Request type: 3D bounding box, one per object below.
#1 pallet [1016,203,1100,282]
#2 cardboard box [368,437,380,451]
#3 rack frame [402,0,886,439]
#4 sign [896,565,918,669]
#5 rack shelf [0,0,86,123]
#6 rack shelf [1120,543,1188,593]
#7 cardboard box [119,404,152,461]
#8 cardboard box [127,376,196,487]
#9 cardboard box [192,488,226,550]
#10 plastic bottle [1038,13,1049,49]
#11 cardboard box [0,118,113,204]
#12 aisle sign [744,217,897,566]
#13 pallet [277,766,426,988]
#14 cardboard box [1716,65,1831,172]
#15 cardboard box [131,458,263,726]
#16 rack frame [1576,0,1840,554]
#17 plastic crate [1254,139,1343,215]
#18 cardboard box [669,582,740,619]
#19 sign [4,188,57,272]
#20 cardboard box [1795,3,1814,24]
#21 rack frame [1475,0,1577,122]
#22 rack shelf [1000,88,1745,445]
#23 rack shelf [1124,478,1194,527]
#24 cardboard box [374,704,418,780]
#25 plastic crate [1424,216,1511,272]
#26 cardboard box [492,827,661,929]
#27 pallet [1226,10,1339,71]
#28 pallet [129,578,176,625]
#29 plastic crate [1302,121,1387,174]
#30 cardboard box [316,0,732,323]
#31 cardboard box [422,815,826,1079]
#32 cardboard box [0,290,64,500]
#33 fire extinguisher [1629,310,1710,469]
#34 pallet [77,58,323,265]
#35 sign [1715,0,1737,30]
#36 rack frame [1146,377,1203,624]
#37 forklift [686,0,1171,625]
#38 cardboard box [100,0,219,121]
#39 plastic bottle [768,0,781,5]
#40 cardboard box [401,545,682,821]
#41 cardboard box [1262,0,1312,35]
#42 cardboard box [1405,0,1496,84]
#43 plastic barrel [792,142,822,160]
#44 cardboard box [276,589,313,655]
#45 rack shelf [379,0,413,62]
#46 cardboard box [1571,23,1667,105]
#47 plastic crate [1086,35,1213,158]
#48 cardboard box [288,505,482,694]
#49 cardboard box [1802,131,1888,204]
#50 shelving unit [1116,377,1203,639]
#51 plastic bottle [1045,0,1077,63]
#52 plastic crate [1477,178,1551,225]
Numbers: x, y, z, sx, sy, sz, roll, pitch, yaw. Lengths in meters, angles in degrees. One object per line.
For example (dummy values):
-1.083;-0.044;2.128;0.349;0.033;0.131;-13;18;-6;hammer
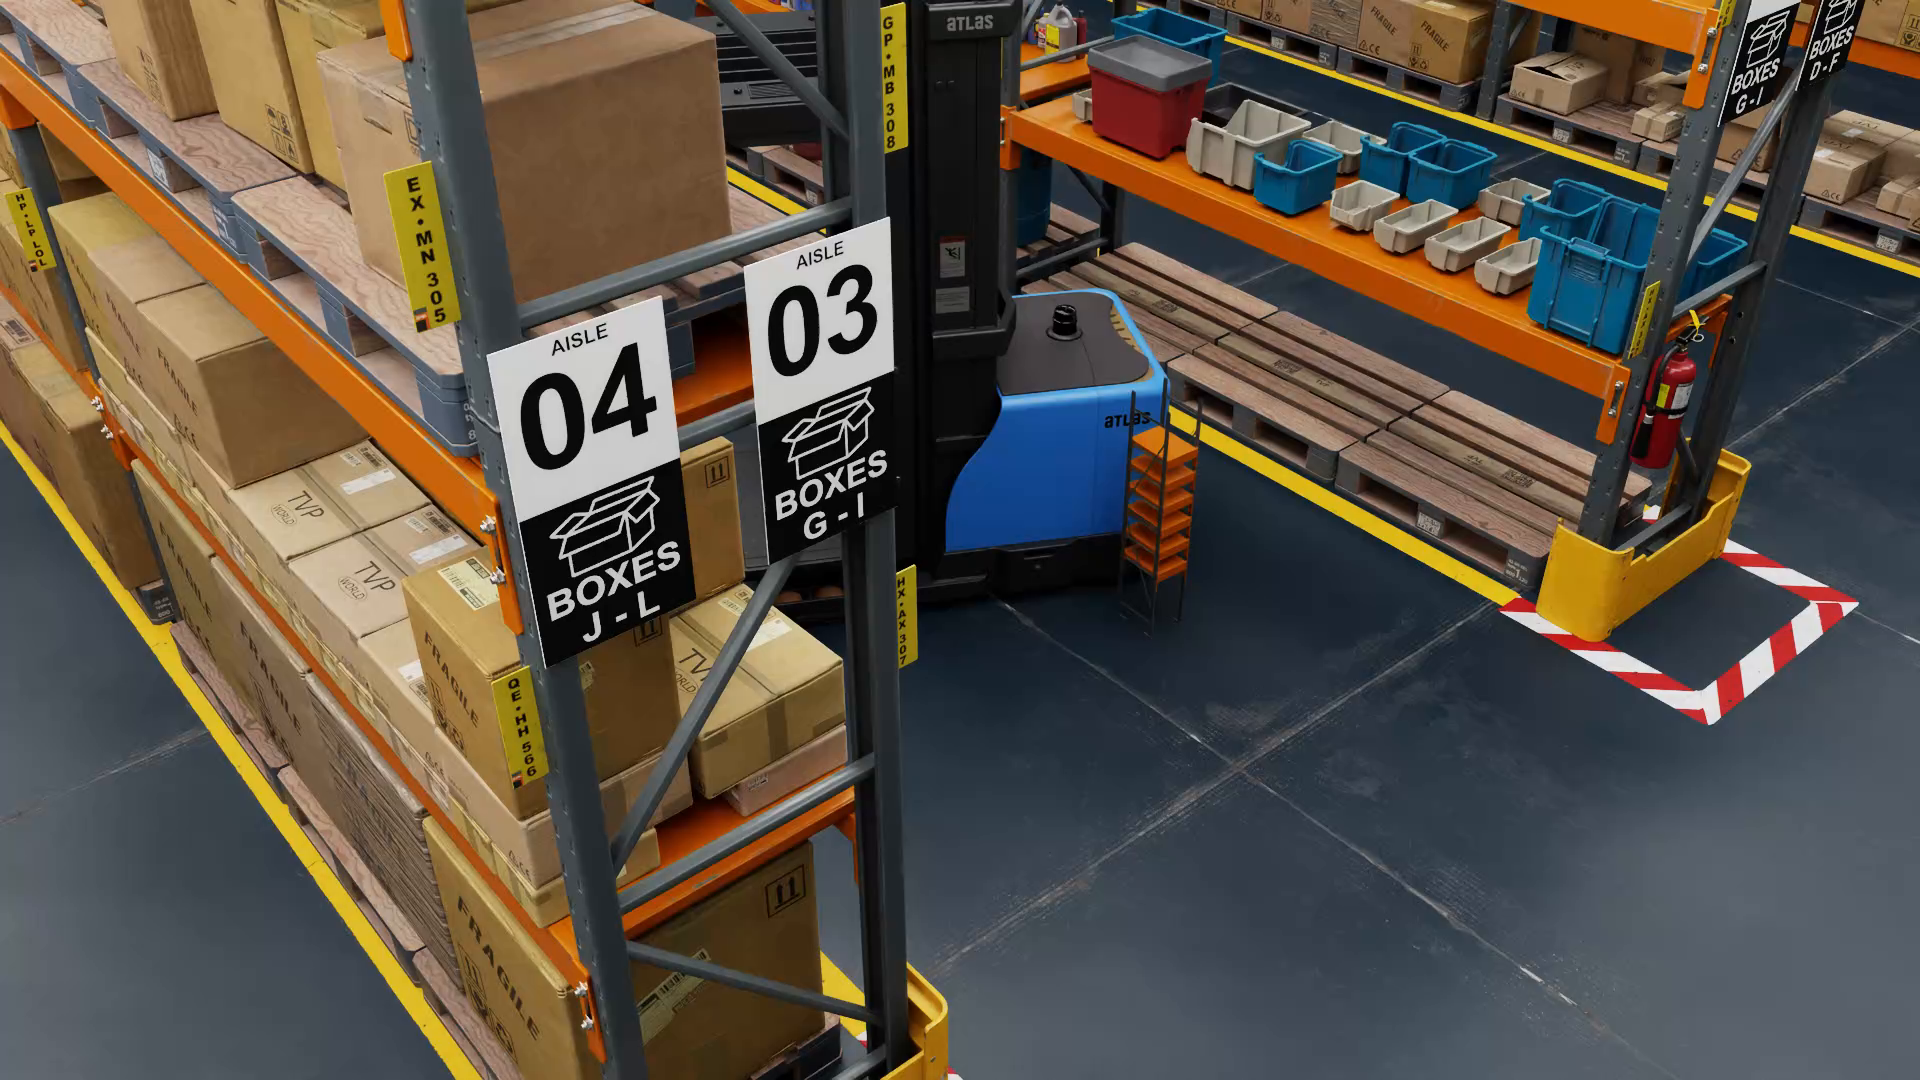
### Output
0.151;-2.025;10.926;1.003;0.211;1.213;-26;43;-32;pallet
-2.016;-0.469;6.190;0.500;0.250;0.500;-25;42;-31;cardboard box
-0.585;-1.641;2.781;1.000;3.000;0.127;-26;43;-32;rack frame
-0.158;0.217;4.531;0.100;0.325;0.005;-26;43;-32;sign
-4.457;-2.772;7.596;1.077;0.370;4.000;-26;43;-32;rack shelf
0.878;0.108;7.552;0.180;0.103;0.258;-23;41;-29;rack shelf
-3.060;-0.486;6.558;0.380;0.149;0.250;-28;44;-33;cardboard box
-2.746;-0.493;6.223;0.500;0.250;0.500;-26;43;-32;cardboard box
-2.554;-0.141;6.072;0.380;0.149;0.250;-27;43;-32;cardboard box
0.532;-3.149;10.273;0.097;0.201;0.097;0;35;0;plastic bottle
-3.585;-1.688;7.084;0.797;0.503;0.637;-27;43;-33;cardboard box
-0.310;-0.334;3.877;0.394;0.787;0.004;-26;43;-32;aisle sign
-1.944;1.083;6.538;1.003;0.211;1.213;-26;43;-32;pallet
5.620;-2.985;11.649;0.797;0.503;0.637;-26;43;-32;cardboard box
-2.802;0.058;7.048;0.875;0.875;0.875;-26;43;-32;cardboard box
3.198;-1.040;7.123;1.000;3.000;0.127;-26;43;-32;rack frame
1.677;-1.807;8.300;0.416;0.233;0.300;-26;43;-32;plastic crate
-1.029;0.207;5.234;0.500;0.250;0.500;-27;43;-32;cardboard box
-3.575;-1.192;6.405;0.100;0.325;0.005;-26;43;-32;sign
5.507;-3.696;10.786;0.500;0.500;0.500;-27;43;-32;cardboard box
4.403;-4.652;12.223;1.000;3.000;0.127;-26;43;-32;rack frame
1.908;-1.630;8.578;1.077;0.370;4.000;-26;43;-32;rack shelf
0.878;-0.186;7.344;0.180;0.103;0.258;-23;41;-29;rack shelf
-1.558;0.539;5.111;0.380;0.149;0.250;-25;42;-31;cardboard box
2.358;-1.383;7.784;0.396;0.136;0.243;-26;43;-32;plastic crate
-1.067;0.875;4.636;0.380;0.149;0.250;-25;42;-31;cardboard box
3.058;-4.398;14.277;1.003;0.211;1.213;-26;43;-32;pallet
-3.722;-0.134;8.256;1.003;0.211;1.213;-26;43;-32;pallet
1.970;-2.066;8.749;0.293;0.136;0.466;-26;43;-32;plastic crate
-0.962;-0.880;3.765;0.700;0.500;0.500;-29;44;-34;cardboard box
-1.059;1.250;5.365;0.875;0.875;0.875;-26;43;-32;cardboard box
-4.172;-0.933;8.446;1.225;0.875;0.875;-28;44;-33;cardboard box
2.948;-0.620;6.920;0.296;0.674;0.183;-26;43;-32;fire extinguisher
-1.864;-1.243;4.892;1.003;0.211;1.213;-26;43;-32;pallet
2.788;-2.009;5.987;0.100;0.325;0.005;-26;43;-32;sign
0.951;-0.156;7.432;0.006;1.200;0.240;-23;41;-29;rack frame
-0.612;-1.125;7.302;3.031;2.935;1.130;-7;36;-9;forklift
-2.043;-1.590;4.768;0.700;0.500;0.500;-24;42;-30;cardboard box
-1.221;-3.686;10.960;0.061;0.283;0.133;-26;43;-32;plastic bottle
-1.101;0.324;4.421;0.500;0.500;0.500;-25;43;-31;cardboard box
2.900;-4.589;13.917;0.500;0.500;0.500;-28;44;-33;cardboard box
3.866;-3.922;12.975;0.500;0.500;0.500;-26;43;-32;cardboard box
-0.907;-3.051;11.686;0.600;0.588;0.708;-26;43;-32;plastic barrel
-2.053;0.200;5.589;0.380;0.149;0.250;-25;42;-31;cardboard box
-1.876;-2.067;4.351;1.077;0.370;4.000;-26;43;-32;rack shelf
4.988;-3.666;12.613;0.500;0.500;0.500;-26;43;-32;cardboard box
1.002;-2.369;8.893;0.402;0.464;0.583;-26;43;-32;plastic crate
-1.756;0.183;5.268;0.500;0.250;0.500;-28;44;-33;cardboard box
5.855;-2.522;11.214;0.500;0.250;0.500;-26;43;-32;cardboard box
0.878;-0.124;7.387;0.189;1.200;0.258;-23;41;-29;shelving unit
0.611;-3.080;10.047;0.144;0.351;0.185;-26;43;-32;plastic bottle
2.709;-1.661;8.176;0.250;0.136;0.298;-26;43;-32;plastic crate
